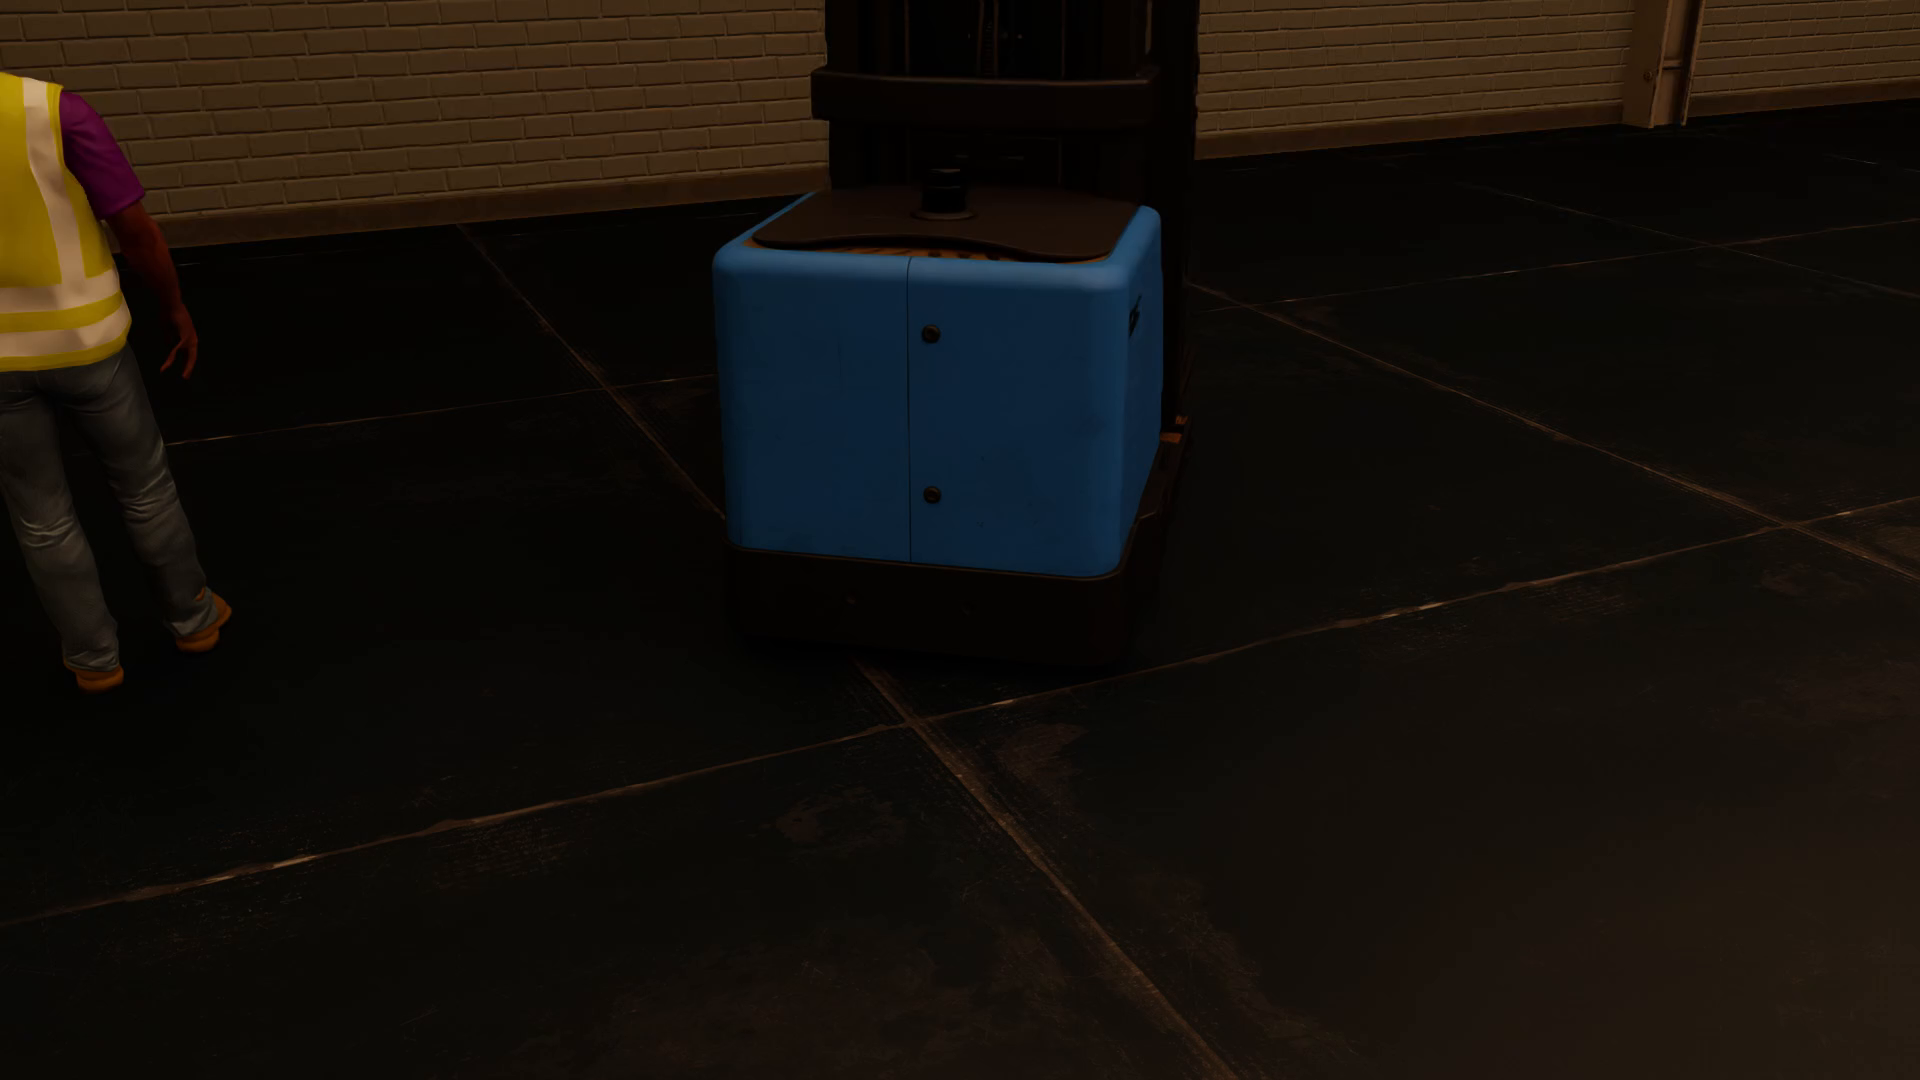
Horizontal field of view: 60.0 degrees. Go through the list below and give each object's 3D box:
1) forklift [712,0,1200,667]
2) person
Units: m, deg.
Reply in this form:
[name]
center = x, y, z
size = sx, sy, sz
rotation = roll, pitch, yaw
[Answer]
[forklift]
center = 0.199, -1.571, 5.069
size = 1.130, 2.935, 3.031
rotation = 5, 23, 11
[person]
center = -2.198, -0.488, 3.969
size = 0.687, 1.770, 0.575
rotation = -9, 24, -22
